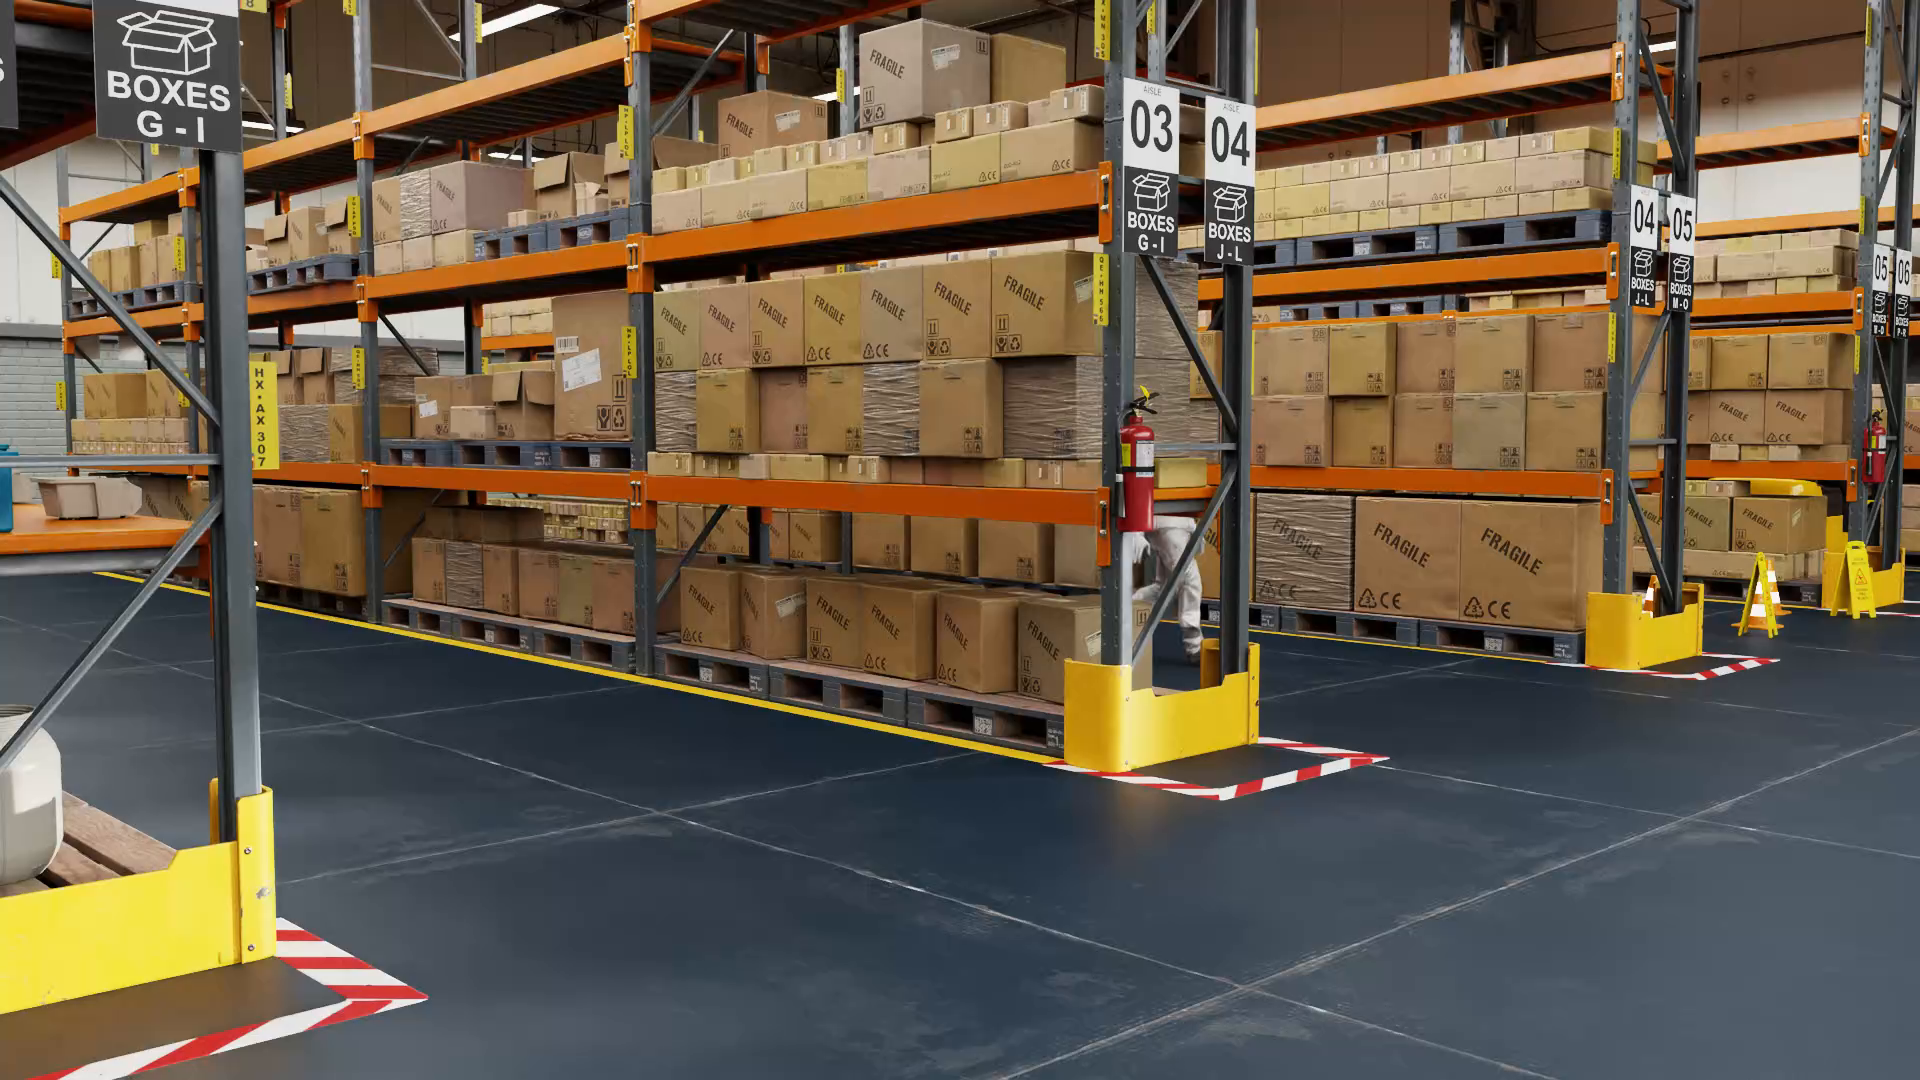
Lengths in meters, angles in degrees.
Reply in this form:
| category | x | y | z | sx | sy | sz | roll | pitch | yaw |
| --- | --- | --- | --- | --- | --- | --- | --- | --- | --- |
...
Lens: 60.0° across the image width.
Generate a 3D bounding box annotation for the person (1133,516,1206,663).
| category | x | y | z | sx | sy | sz | roll | pitch | yaw |
| --- | --- | --- | --- | --- | --- | --- | --- | --- | --- |
| person | 1.408 | -0.054 | 11.368 | 1.002 | 1.746 | 0.582 | 2 | 5 | 32 |
